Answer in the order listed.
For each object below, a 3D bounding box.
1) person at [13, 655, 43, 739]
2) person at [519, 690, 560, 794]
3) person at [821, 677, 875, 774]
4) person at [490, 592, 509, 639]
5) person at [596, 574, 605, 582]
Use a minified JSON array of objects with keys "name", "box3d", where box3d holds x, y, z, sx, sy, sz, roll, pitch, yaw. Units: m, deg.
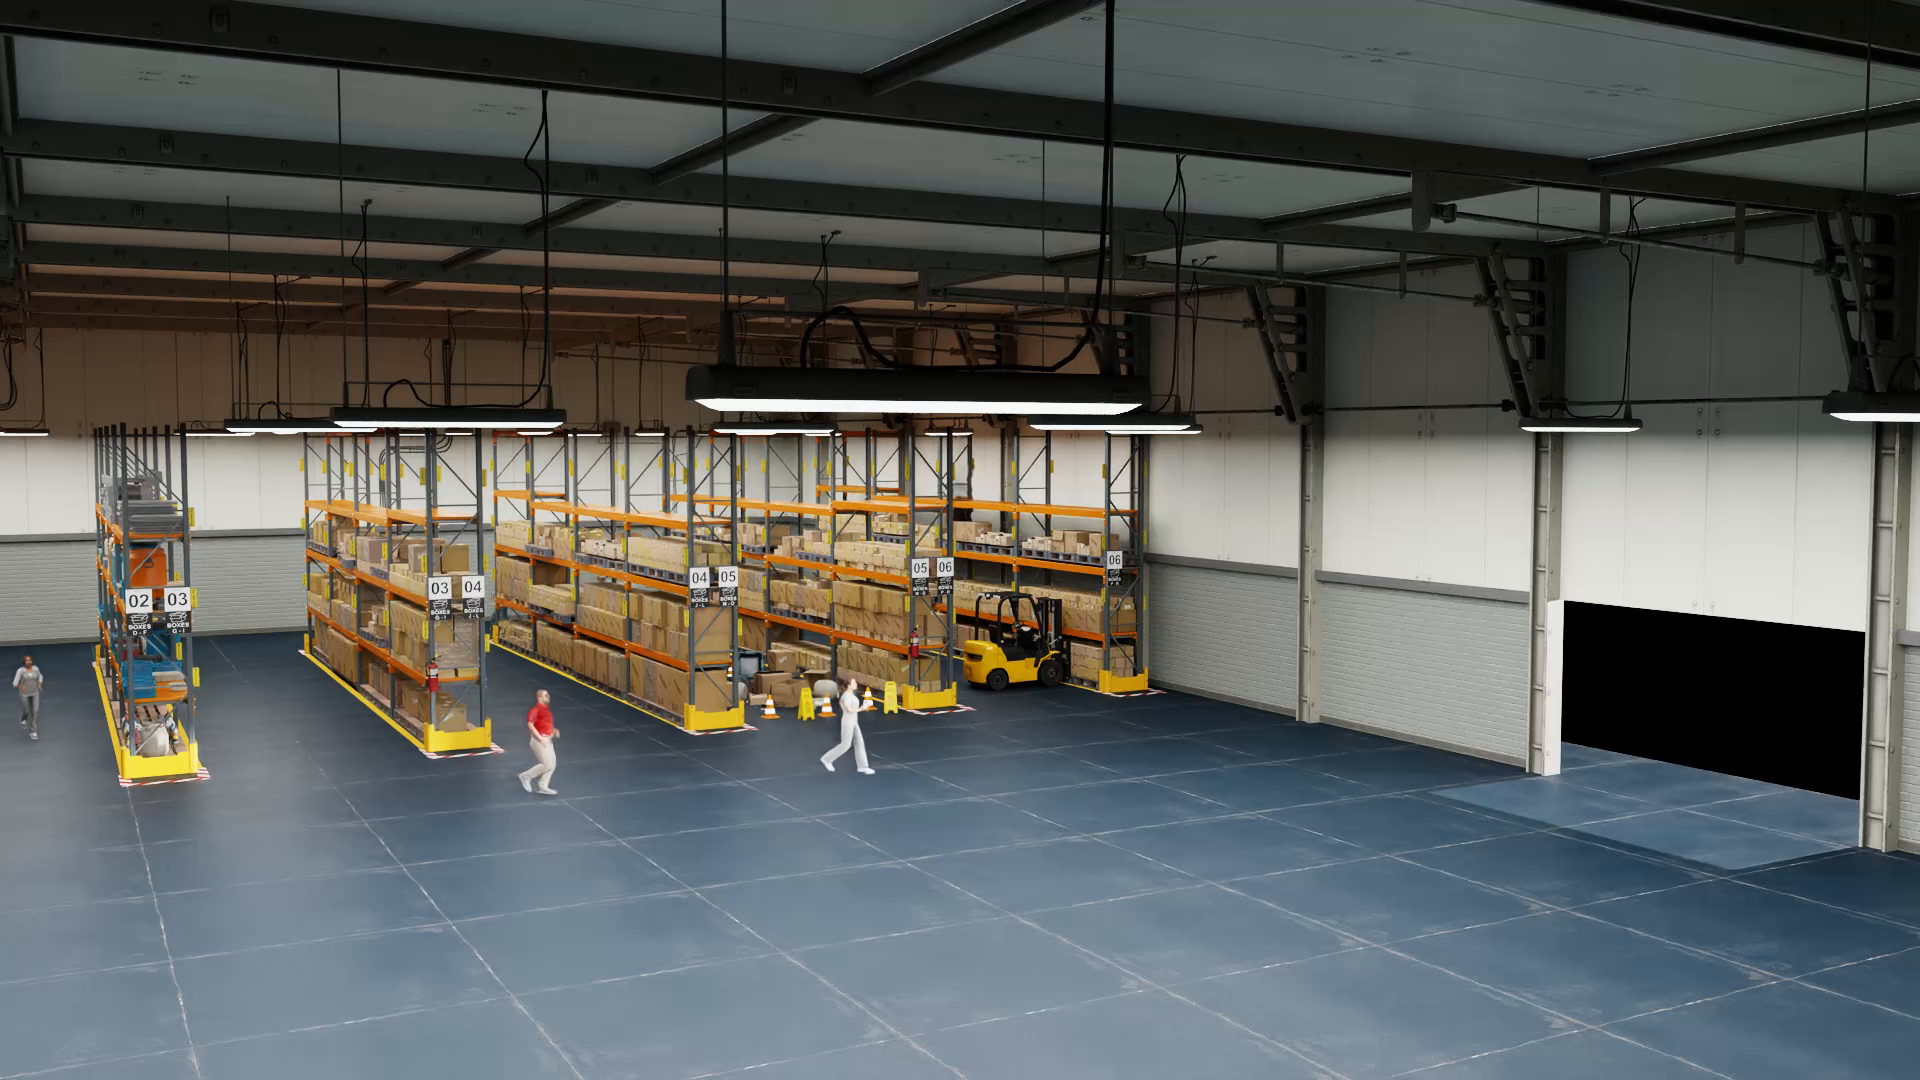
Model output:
[{"name":"person","box3d":[-17.913,3.002,31.996,0.538,1.596,0.812,-3,5,-41]},{"name":"person","box3d":[-6.788,3.259,26.837,0.600,1.700,0.683,0,3,0]},{"name":"person","box3d":[-1.910,3.147,28.320,0.929,1.662,0.584,0,3,6]},{"name":"person","box3d":[-13.212,1.944,47.869,0.669,1.828,0.766,3,4,39]},{"name":"person","box3d":[-10.586,1.853,49.650,0.742,1.766,0.701,-2,4,-24]}]
